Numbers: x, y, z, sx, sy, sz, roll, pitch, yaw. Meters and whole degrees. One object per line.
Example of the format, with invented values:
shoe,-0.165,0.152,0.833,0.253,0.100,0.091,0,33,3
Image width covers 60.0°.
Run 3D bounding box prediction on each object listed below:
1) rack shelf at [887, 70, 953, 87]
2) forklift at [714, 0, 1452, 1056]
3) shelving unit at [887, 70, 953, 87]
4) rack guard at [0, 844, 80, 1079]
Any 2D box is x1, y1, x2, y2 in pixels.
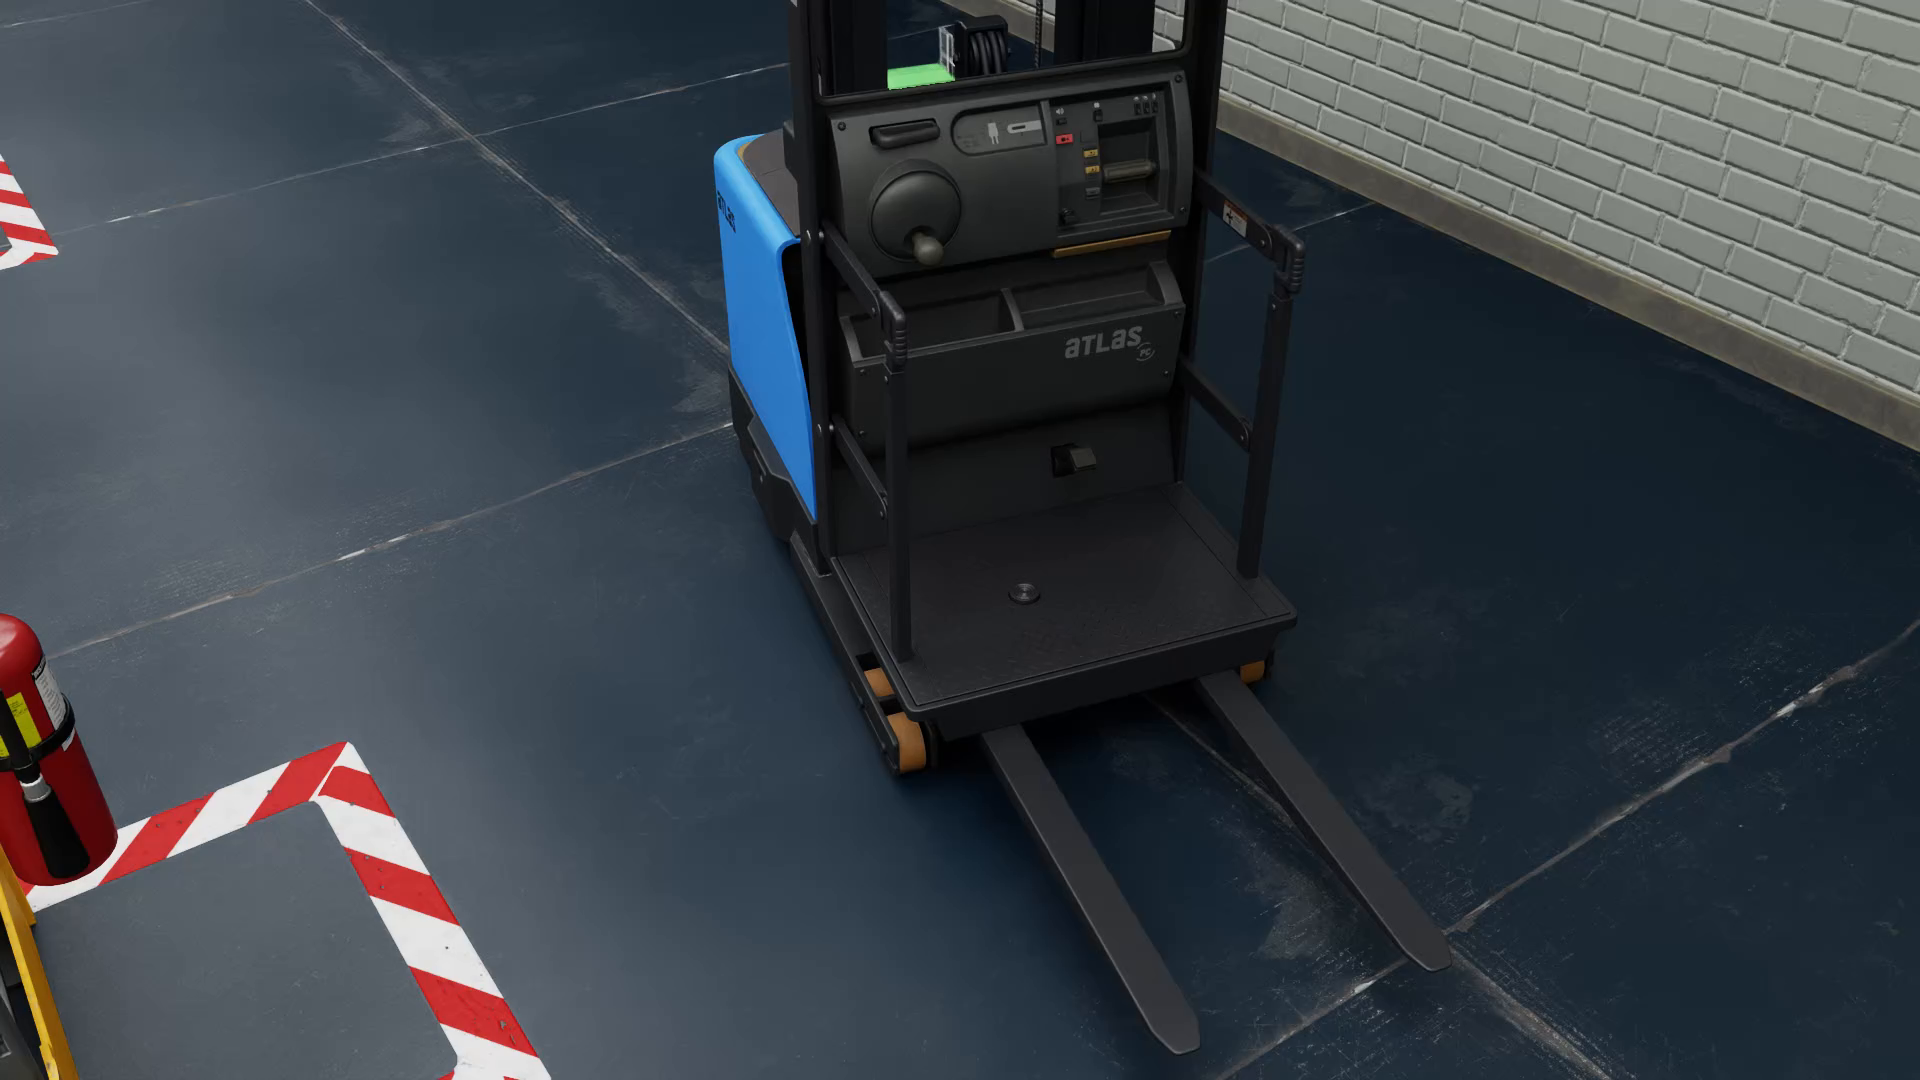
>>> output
rack shelf,-0.226,-1.468,5.459,0.457,0.021,0.221,-12,38,-17
forklift,0.220,-0.850,3.921,1.130,2.935,3.031,-12,38,-17
shelving unit,-0.229,-1.086,5.732,0.487,1.046,0.258,-12,38,-17
rack guard,-2.085,0.991,3.444,0.348,0.500,1.175,-22,41,-28
